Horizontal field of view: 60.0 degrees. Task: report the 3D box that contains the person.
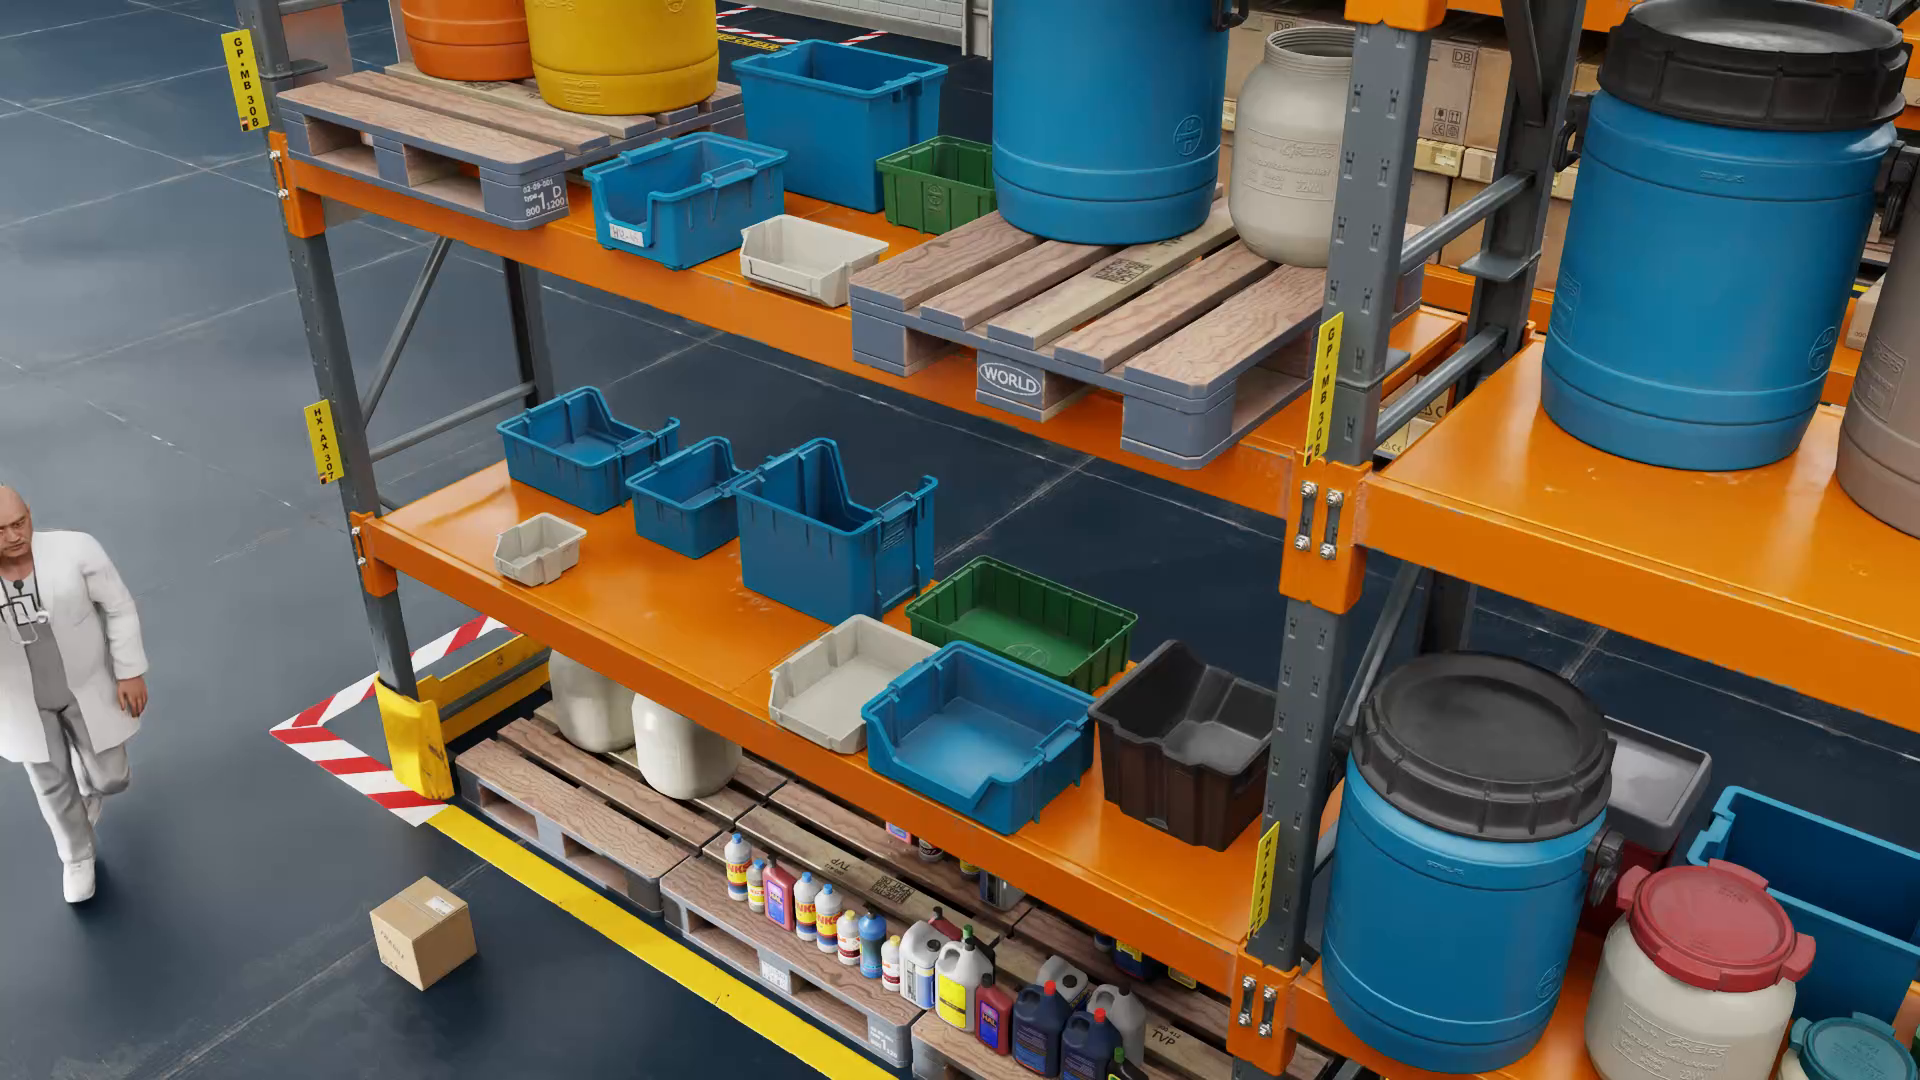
[{"bbox_3d":[-3.375,0.499,6.273,0.610,1.754,0.632,-12,33,-20],"label":"person"}]
